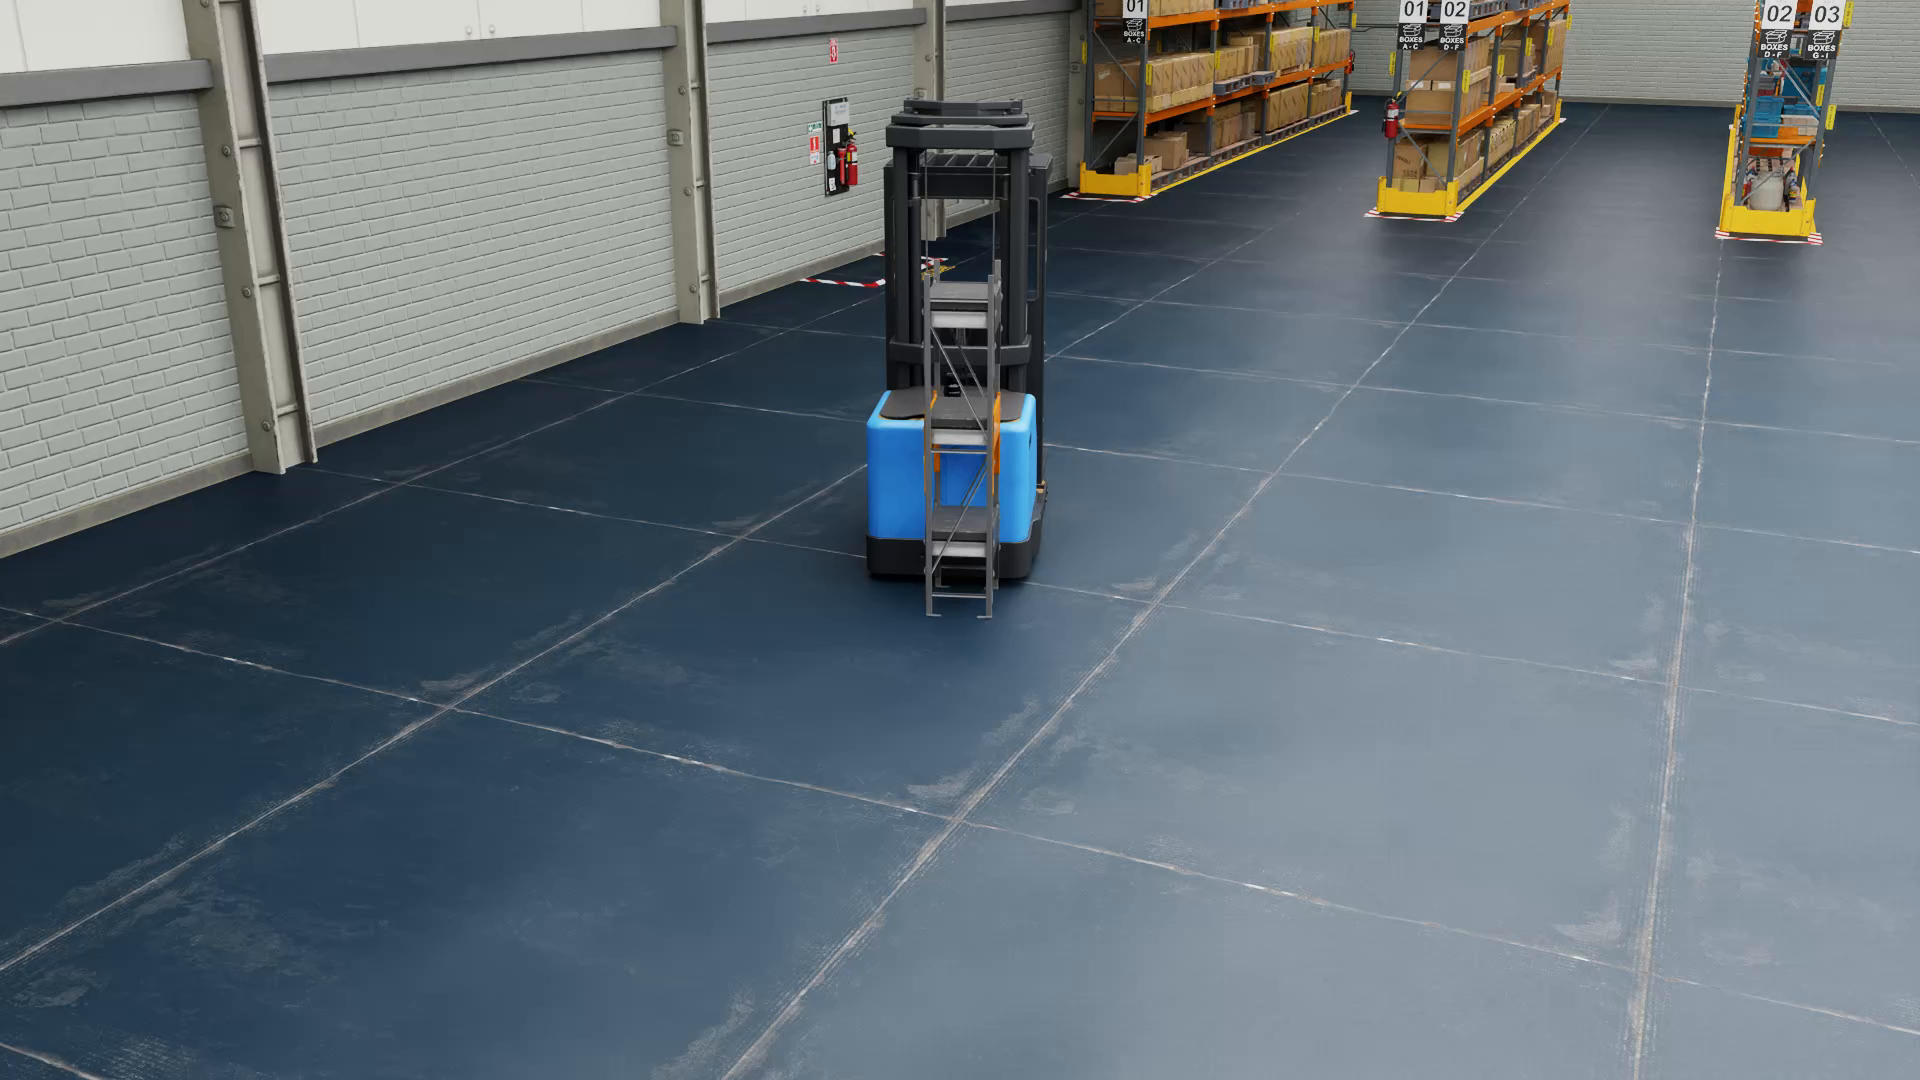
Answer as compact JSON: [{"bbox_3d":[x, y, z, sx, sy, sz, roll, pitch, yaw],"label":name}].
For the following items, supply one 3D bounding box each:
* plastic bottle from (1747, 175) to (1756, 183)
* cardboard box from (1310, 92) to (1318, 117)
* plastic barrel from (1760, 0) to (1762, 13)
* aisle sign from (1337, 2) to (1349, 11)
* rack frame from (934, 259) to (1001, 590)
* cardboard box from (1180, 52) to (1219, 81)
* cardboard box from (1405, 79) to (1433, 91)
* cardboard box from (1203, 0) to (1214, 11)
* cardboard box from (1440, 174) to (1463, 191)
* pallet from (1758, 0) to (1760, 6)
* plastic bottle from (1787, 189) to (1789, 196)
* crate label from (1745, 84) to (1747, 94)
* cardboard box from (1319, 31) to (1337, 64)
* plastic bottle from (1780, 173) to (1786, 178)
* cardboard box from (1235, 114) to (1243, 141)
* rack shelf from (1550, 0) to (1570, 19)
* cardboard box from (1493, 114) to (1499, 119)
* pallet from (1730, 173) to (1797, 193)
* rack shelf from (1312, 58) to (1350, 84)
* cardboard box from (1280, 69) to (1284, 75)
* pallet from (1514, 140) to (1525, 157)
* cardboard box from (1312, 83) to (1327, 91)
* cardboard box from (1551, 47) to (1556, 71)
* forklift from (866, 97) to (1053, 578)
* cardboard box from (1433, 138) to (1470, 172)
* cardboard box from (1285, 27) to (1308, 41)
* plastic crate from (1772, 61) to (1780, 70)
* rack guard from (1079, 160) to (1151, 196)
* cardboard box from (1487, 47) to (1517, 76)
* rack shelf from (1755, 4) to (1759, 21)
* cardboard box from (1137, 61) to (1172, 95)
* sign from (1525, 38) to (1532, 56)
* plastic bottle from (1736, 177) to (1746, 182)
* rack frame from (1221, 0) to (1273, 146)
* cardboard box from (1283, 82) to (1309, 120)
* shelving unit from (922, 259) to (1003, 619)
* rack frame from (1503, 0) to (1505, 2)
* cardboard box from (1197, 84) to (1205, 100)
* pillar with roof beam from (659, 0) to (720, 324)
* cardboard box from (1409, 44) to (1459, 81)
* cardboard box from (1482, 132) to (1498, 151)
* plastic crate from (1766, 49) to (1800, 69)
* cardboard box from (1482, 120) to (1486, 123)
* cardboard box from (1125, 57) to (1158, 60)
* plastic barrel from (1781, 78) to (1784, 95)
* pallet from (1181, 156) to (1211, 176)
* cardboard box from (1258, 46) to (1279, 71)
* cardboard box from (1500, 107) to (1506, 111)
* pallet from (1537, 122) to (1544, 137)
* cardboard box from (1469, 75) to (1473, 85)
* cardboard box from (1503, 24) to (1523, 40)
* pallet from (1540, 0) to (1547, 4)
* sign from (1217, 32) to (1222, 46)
[{"bbox_3d":[12.406,-5.571,26.064,0.152,0.276,0.135,9,21,23],"label":"plastic bottle"},{"bbox_3d":[7.858,-10.076,38.429,0.700,0.500,0.500,9,21,23],"label":"cardboard box"},{"bbox_3d":[13.231,-8.871,26.713,0.600,0.901,0.708,9,21,23],"label":"plastic barrel"},{"bbox_3d":[9.399,-13.270,40.426,0.394,0.787,0.004,9,21,23],"label":"aisle sign"},{"bbox_3d":[0.043,-0.679,10.246,0.400,2.100,0.015,2,20,5],"label":"rack frame"},{"bbox_3d":[4.422,-8.801,30.935,0.700,0.500,0.500,9,21,23],"label":"cardboard box"},{"bbox_3d":[7.048,-6.990,25.531,0.380,0.149,0.250,8,21,22],"label":"cardboard box"},{"bbox_3d":[4.200,-9.677,29.547,0.500,0.500,0.500,9,22,24],"label":"cardboard box"},{"bbox_3d":[7.689,-5.684,26.451,0.500,0.250,0.500,9,21,23],"label":"cardboard box"},{"bbox_3d":[16.265,-10.554,32.473,1.213,0.211,1.003,9,21,23],"label":"pallet"},{"bbox_3d":[12.915,-5.443,25.816,0.097,0.201,0.097,0,20,0],"label":"plastic bottle"},{"bbox_3d":[14.344,-8.103,30.028,0.303,0.233,0.416,9,21,23],"label":"crate label"},{"bbox_3d":[8.288,-11.593,39.142,0.980,0.700,0.700,7,21,20],"label":"cardboard box"},{"bbox_3d":[12.996,-5.678,26.367,0.152,0.276,0.135,9,21,23],"label":"plastic bottle"},{"bbox_3d":[5.256,-8.280,33.348,0.700,0.500,0.500,9,21,23],"label":"cardboard box"},{"bbox_3d":[12.798,-11.849,36.907,1.077,0.370,4.000,9,21,23],"label":"rack shelf"},{"bbox_3d":[10.510,-8.288,33.371,0.500,0.500,0.500,9,22,25],"label":"cardboard box"},{"bbox_3d":[13.507,-5.968,27.936,1.003,0.211,1.213,9,21,23],"label":"pallet"},{"bbox_3d":[8.277,-11.114,39.317,1.077,0.370,4.000,9,21,23],"label":"rack shelf"},{"bbox_3d":[6.668,-9.976,35.388,0.380,0.149,0.250,9,21,24],"label":"cardboard box"},{"bbox_3d":[10.681,-7.850,33.226,1.003,0.211,1.213,9,21,23],"label":"pallet"},{"bbox_3d":[8.378,-10.621,38.993,0.380,0.149,0.250,8,21,21],"label":"cardboard box"},{"bbox_3d":[12.850,-10.638,36.756,0.500,0.500,0.500,8,21,22],"label":"cardboard box"},{"bbox_3d":[0.062,-1.588,11.561,1.130,2.935,3.031,2,20,5],"label":"forklift"},{"bbox_3d":[7.884,-6.192,26.760,0.500,0.500,0.500,9,21,23],"label":"cardboard box"},{"bbox_3d":[7.282,-11.059,36.346,0.500,0.250,0.500,9,21,24],"label":"cardboard box"},{"bbox_3d":[17.290,-9.896,34.907,0.437,0.282,0.530,9,21,23],"label":"plastic crate"},{"bbox_3d":[2.575,-6.019,27.647,1.175,0.500,0.348,9,21,23],"label":"rack guard"},{"bbox_3d":[10.496,-9.393,32.629,0.700,0.500,0.500,2,20,4],"label":"cardboard box"},{"bbox_3d":[15.678,-9.945,31.554,1.077,0.370,4.000,9,21,23],"label":"rack shelf"},{"bbox_3d":[3.225,-7.720,27.774,0.500,0.500,0.500,9,21,23],"label":"cardboard box"},{"bbox_3d":[10.849,-9.411,31.726,0.100,0.325,0.005,9,21,23],"label":"sign"},{"bbox_3d":[12.184,-5.562,25.928,0.144,0.351,0.185,10,22,25],"label":"plastic bottle"},{"bbox_3d":[5.820,-9.619,34.039,1.000,3.000,0.127,9,21,23],"label":"rack frame"},{"bbox_3d":[7.311,-9.810,37.159,0.750,0.750,0.750,9,21,23],"label":"cardboard box"},{"bbox_3d":[0.018,-0.598,10.017,0.431,2.100,0.503,2,20,5],"label":"shelving unit"},{"bbox_3d":[8.703,-10.544,27.688,1.000,3.000,0.127,9,21,23],"label":"rack frame"},{"bbox_3d":[4.053,-7.997,29.674,0.500,0.250,0.500,9,21,23],"label":"cardboard box"},{"bbox_3d":[1.055,-6.074,15.117,9.100,9.000,0.400,9,21,23],"label":"pillar with roof beam"},{"bbox_3d":[7.290,-7.310,25.462,0.700,0.500,0.500,9,21,23],"label":"cardboard box"},{"bbox_3d":[9.309,-7.129,29.677,0.500,0.311,0.500,8,21,22],"label":"cardboard box"},{"bbox_3d":[18.168,-10.622,36.718,0.616,0.435,0.499,9,21,23],"label":"plastic crate"},{"bbox_3d":[9.859,-7.987,32.091,0.500,0.311,0.500,9,22,25],"label":"cardboard box"},{"bbox_3d":[3.173,-8.104,28.854,0.500,0.500,0.500,9,21,23],"label":"cardboard box"},{"bbox_3d":[13.812,-7.363,27.494,0.433,0.535,0.433,0,20,0],"label":"plastic barrel"},{"bbox_3d":[3.940,-6.872,30.477,1.003,0.211,1.213,9,21,23],"label":"pallet"},{"bbox_3d":[6.253,-9.929,34.288,0.500,0.500,0.500,9,22,24],"label":"cardboard box"},{"bbox_3d":[10.944,-8.972,34.176,0.500,0.250,0.500,8,21,22],"label":"cardboard box"},{"bbox_3d":[12.261,-9.059,36.627,1.003,0.211,1.213,9,21,23],"label":"pallet"},{"bbox_3d":[7.948,-7.332,26.491,0.380,0.149,0.250,8,21,22],"label":"cardboard box"},{"bbox_3d":[11.950,-10.871,35.920,0.500,0.500,0.500,9,21,23],"label":"cardboard box"},{"bbox_3d":[11.226,-10.981,33.672,1.213,0.211,1.003,9,21,23],"label":"pallet"},{"bbox_3d":[5.313,-10.240,34.057,0.100,0.325,0.005,9,21,23],"label":"sign"}]
